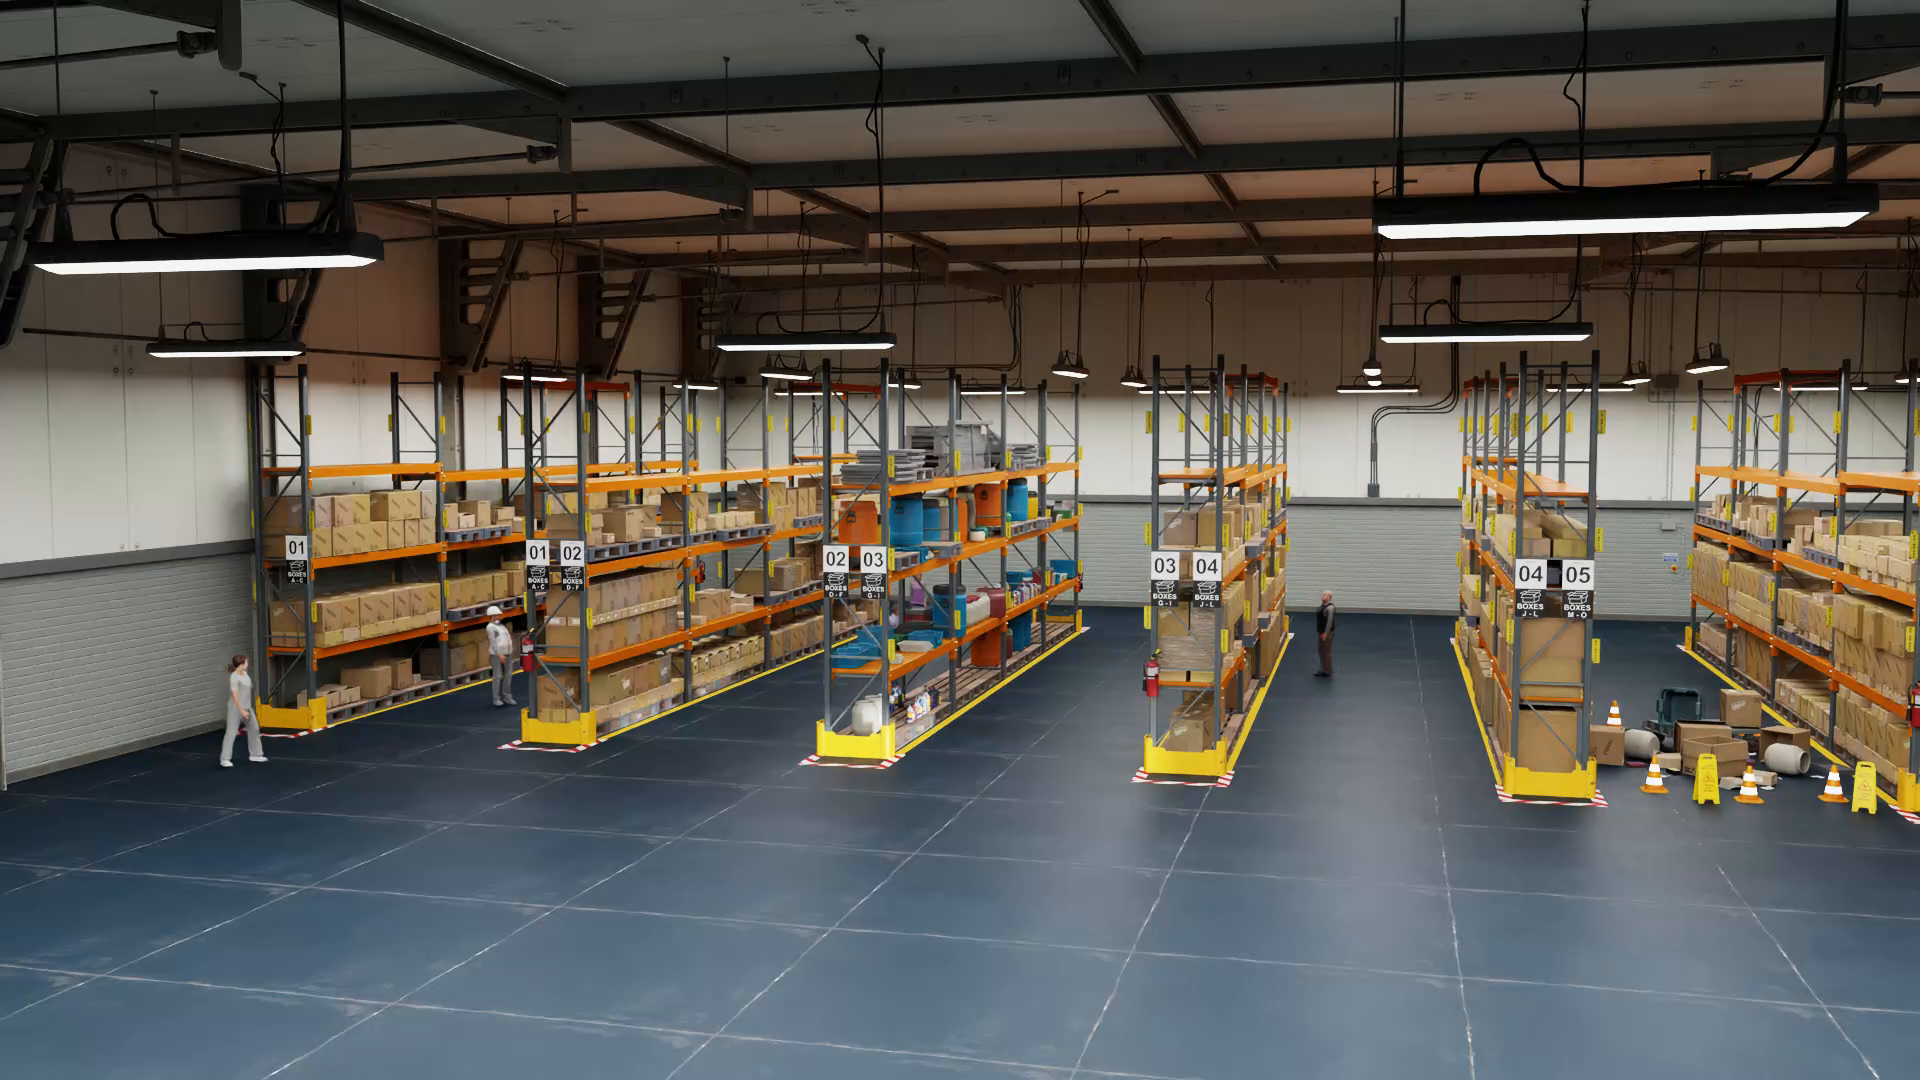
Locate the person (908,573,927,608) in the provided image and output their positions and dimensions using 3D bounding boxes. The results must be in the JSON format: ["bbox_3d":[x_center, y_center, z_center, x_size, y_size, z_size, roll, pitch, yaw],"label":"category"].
[{"bbox_3d":[-0.992,1.513,39.285,0.451,1.532,0.694,1,4,9],"label":"person"}]

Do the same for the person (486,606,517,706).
[{"bbox_3d":[-8.207,2.080,29.775,0.574,1.798,0.609,2,5,29],"label":"person"}]

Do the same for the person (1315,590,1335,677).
[{"bbox_3d":[7.279,1.862,33.171,0.374,1.747,0.719,1,4,11],"label":"person"}]

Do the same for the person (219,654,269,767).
[{"bbox_3d":[-10.600,2.514,24.549,0.547,1.709,0.625,1,4,9],"label":"person"}]

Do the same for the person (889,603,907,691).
[{"bbox_3d":[-1.183,2.017,30.952,0.395,1.639,0.495,3,5,33],"label":"person"}]
